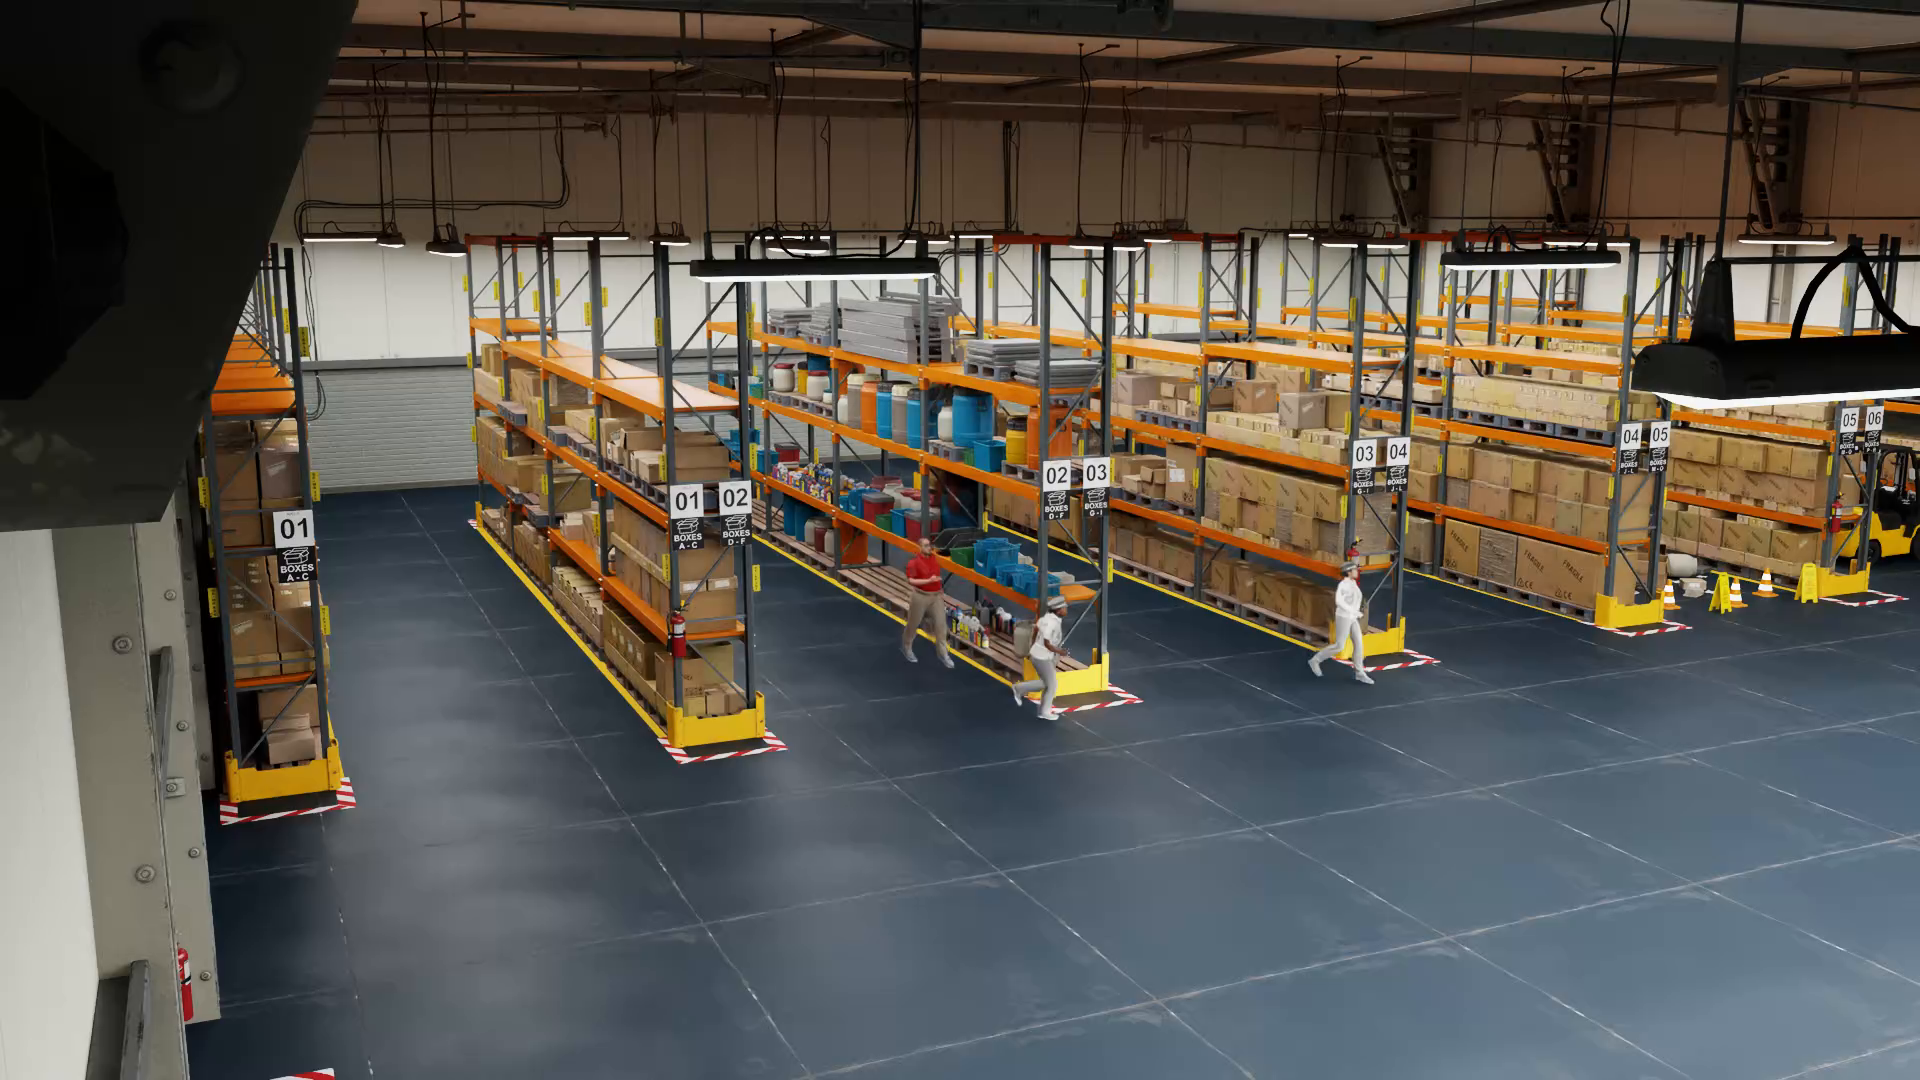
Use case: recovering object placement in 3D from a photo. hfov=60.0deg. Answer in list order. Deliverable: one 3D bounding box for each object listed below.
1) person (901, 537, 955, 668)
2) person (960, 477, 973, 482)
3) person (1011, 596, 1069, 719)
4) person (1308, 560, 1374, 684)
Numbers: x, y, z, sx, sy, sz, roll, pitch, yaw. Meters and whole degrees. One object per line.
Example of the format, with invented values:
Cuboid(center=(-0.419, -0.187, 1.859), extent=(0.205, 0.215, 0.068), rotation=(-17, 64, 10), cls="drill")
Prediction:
Cuboid(center=(-0.460, 0.838, 22.742), extent=(0.659, 1.766, 0.851), rotation=(-9, 14, -39), cls="person")
Cuboid(center=(0.079, -0.372, 30.692), extent=(0.588, 1.742, 0.776), rotation=(-6, 13, -30), cls="person")
Cuboid(center=(1.014, 1.513, 21.167), extent=(0.720, 1.628, 0.514), rotation=(1, 11, 3), cls="person")
Cuboid(center=(5.375, 1.099, 23.040), extent=(0.921, 1.664, 0.674), rotation=(7, 13, 31), cls="person")
